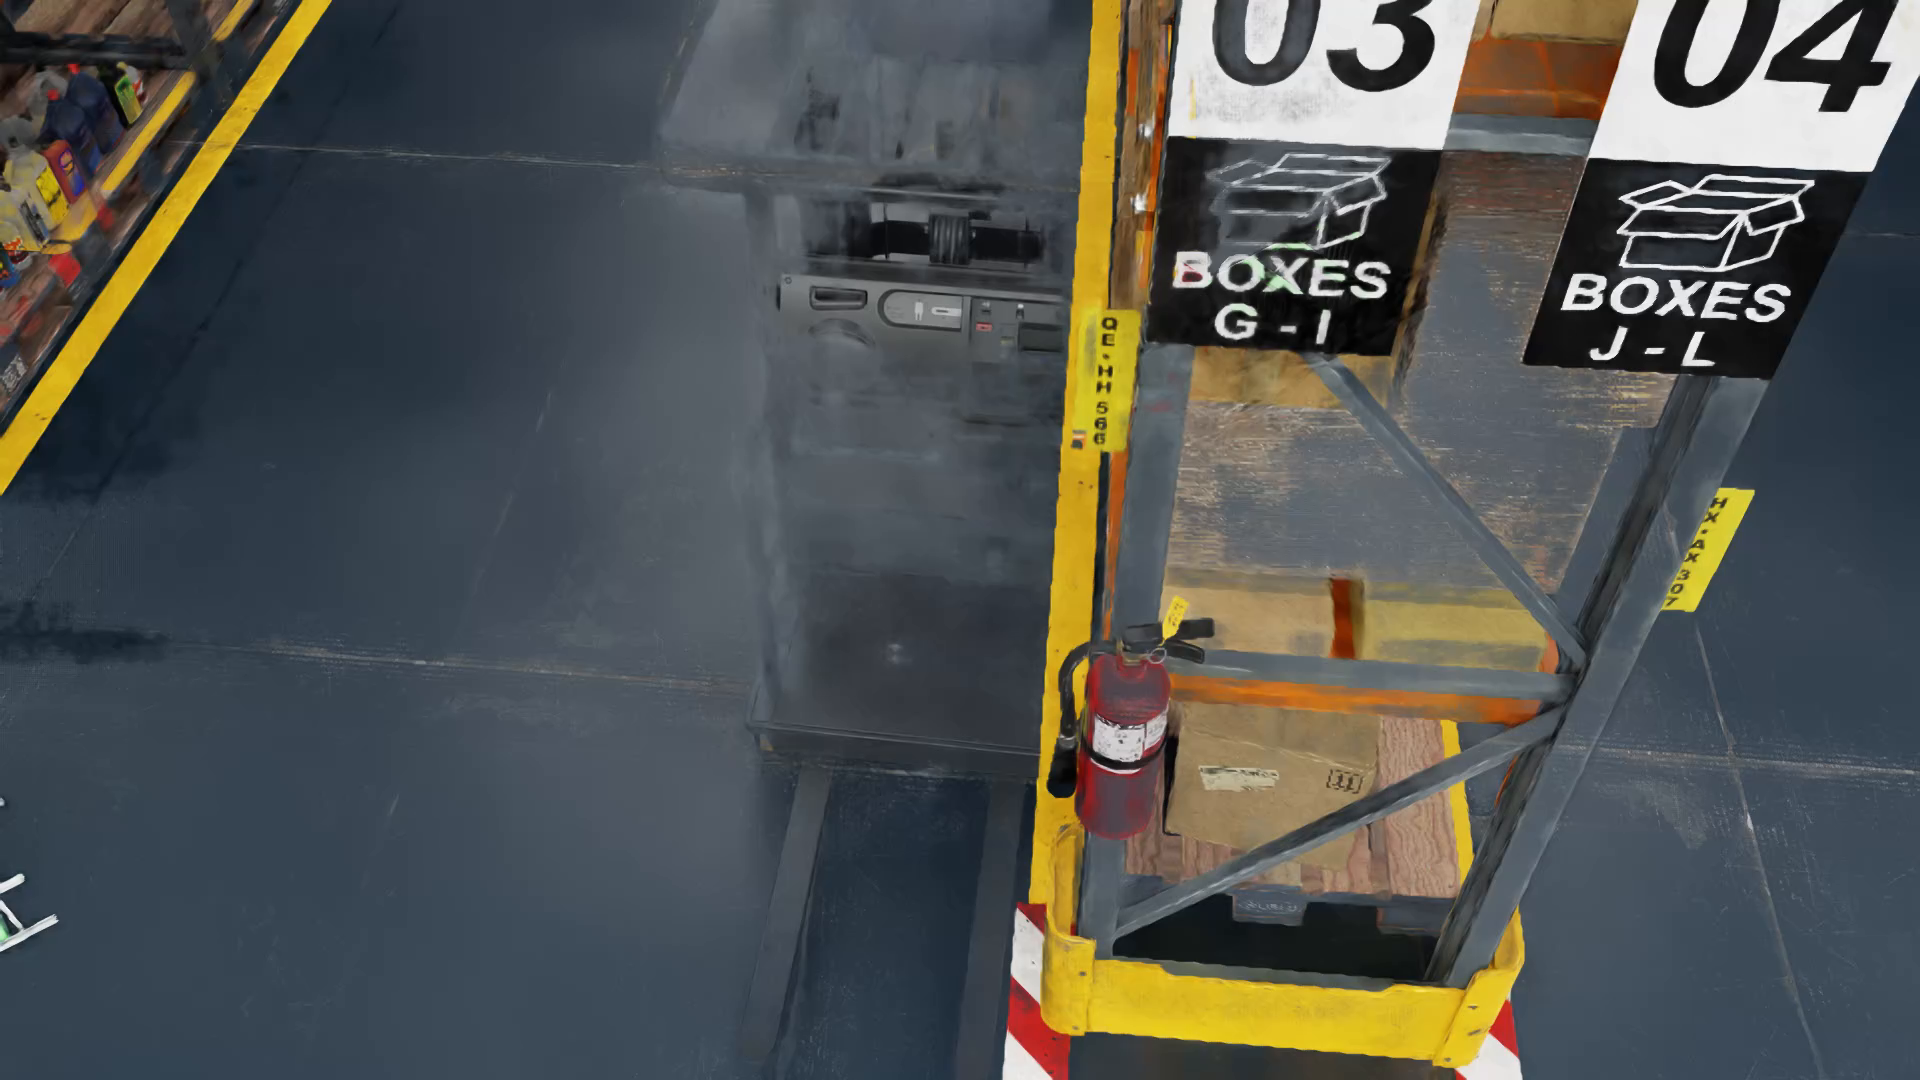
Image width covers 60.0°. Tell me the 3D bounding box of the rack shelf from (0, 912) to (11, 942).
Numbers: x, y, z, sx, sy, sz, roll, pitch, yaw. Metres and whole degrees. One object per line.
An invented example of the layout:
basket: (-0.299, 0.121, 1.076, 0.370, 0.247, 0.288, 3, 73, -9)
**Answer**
rack shelf: (1.703, -1.150, 7.103, 0.148, 0.258, 0.480, -29, 54, -24)

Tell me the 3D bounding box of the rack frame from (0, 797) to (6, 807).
rack frame: (1.225, -1.107, 7.063, 1.200, 0.240, 0.015, -29, 54, -24)

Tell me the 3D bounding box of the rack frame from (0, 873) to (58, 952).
rack frame: (1.522, -0.821, 6.801, 1.200, 0.240, 0.015, -29, 54, -24)

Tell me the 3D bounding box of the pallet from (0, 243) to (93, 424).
pallet: (0.551, -2.739, 8.612, 1.003, 0.211, 1.213, 4, 48, 4)

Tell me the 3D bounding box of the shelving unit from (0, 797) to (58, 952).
shelving unit: (1.373, -0.964, 6.932, 1.200, 0.258, 0.503, -29, 54, -24)

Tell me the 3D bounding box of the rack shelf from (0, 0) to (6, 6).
rack shelf: (0.580, -3.357, 7.775, 1.077, 0.370, 4.000, 4, 48, 4)
